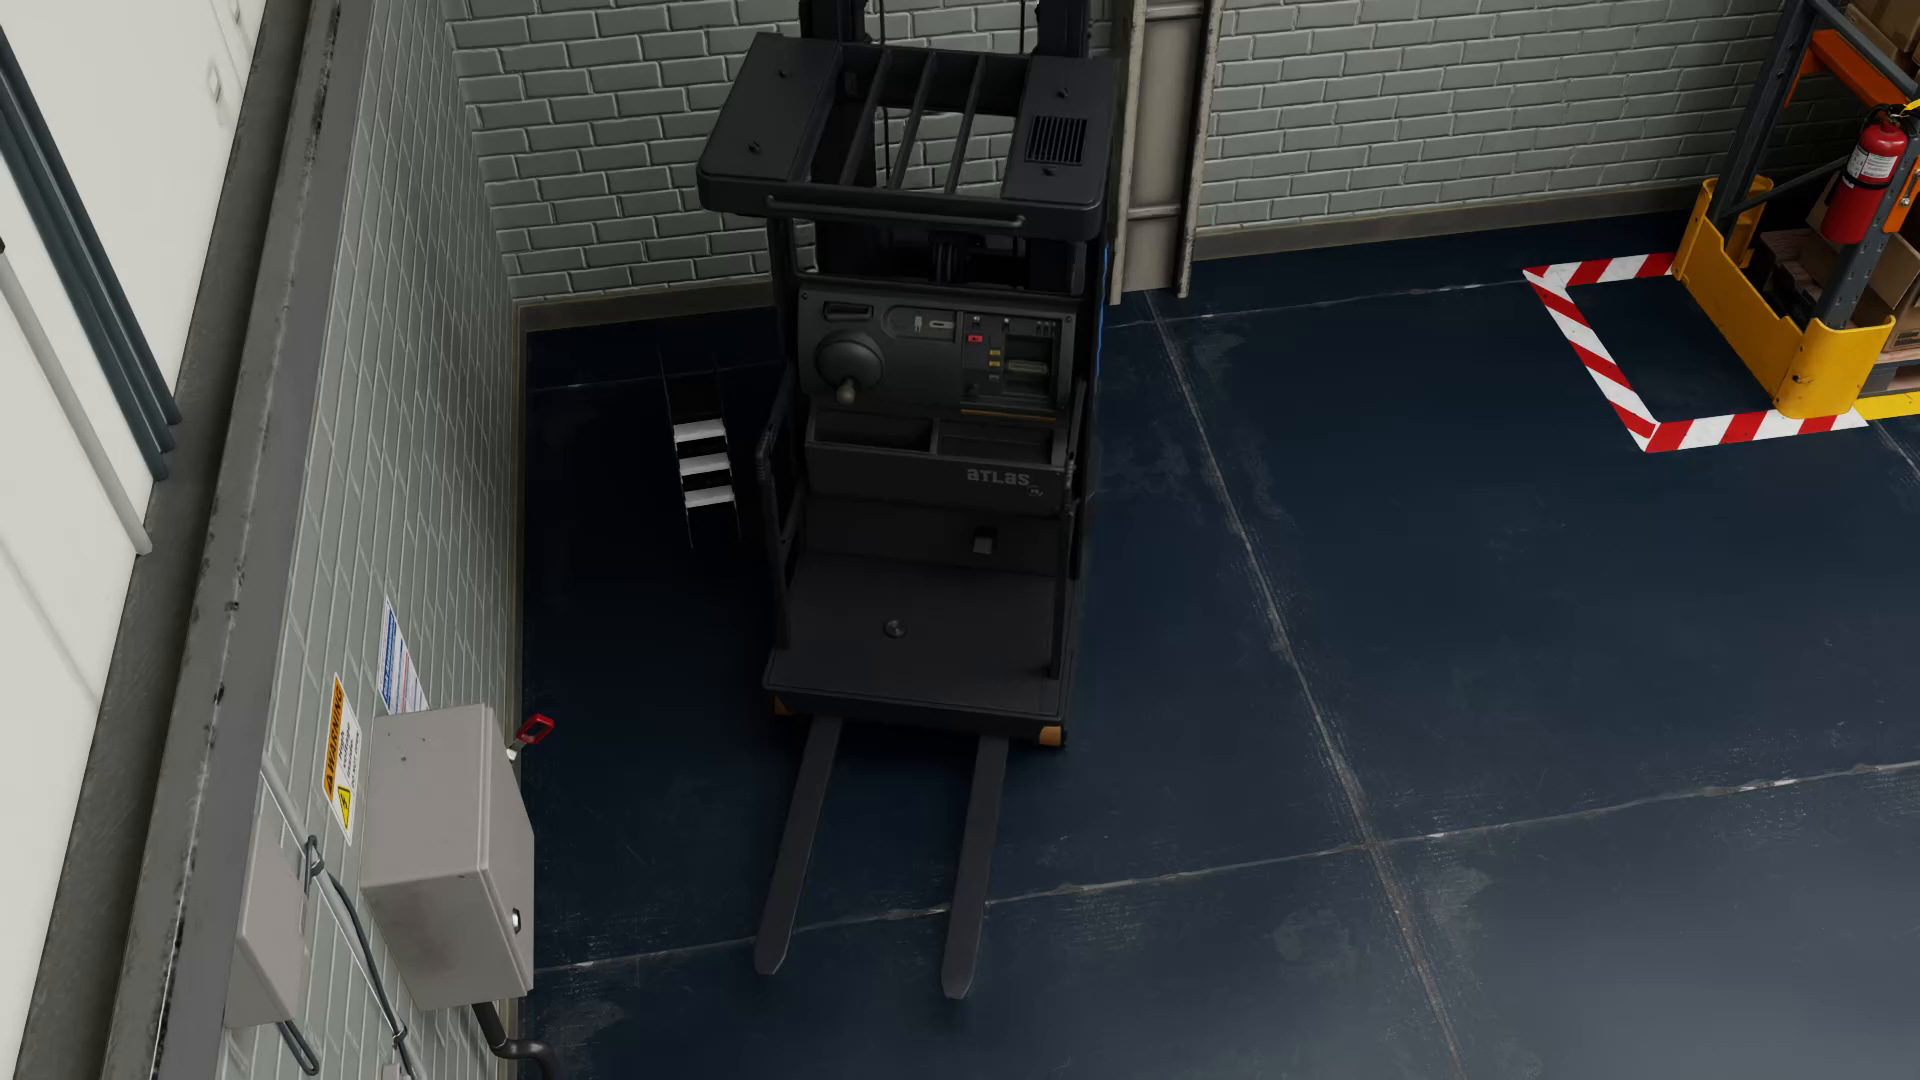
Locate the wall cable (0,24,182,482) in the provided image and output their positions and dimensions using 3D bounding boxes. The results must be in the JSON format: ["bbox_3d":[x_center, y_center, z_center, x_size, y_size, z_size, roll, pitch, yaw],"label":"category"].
[{"bbox_3d":[-1.571,-2.190,2.779,0.133,3.039,2.988,-7,46,-7],"label":"wall cable"}]

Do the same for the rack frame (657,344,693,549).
[{"bbox_3d":[-1.139,-0.361,6.666,0.006,0.900,0.240,-9,47,-9],"label":"rack frame"}]

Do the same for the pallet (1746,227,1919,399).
[{"bbox_3d":[4.559,-1.141,7.896,1.213,0.211,1.003,-7,46,-7],"label":"pallet"}]

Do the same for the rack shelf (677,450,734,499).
[{"bbox_3d":[-1.040,-0.292,6.771,0.200,0.077,0.258,-9,47,-9],"label":"rack shelf"}]

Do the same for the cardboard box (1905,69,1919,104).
[{"bbox_3d":[4.070,-1.759,6.729,0.250,0.149,0.380,-7,47,-7],"label":"cardboard box"}]

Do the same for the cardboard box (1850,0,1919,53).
[{"bbox_3d":[4.107,-2.296,6.970,0.500,0.250,0.500,-6,46,-6],"label":"cardboard box"}]

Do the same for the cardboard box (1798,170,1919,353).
[{"bbox_3d":[4.318,-1.288,7.543,0.637,0.503,0.797,-9,47,-8],"label":"cardboard box"}]

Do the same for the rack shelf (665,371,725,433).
[{"bbox_3d":[-1.040,-0.542,6.512,0.200,0.077,0.258,-9,47,-9],"label":"rack shelf"}]

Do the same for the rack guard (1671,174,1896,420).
[{"bbox_3d":[3.774,-1.143,7.697,0.348,0.500,1.175,-7,46,-7],"label":"rack guard"}]

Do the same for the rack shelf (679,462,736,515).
[{"bbox_3d":[-1.040,-0.230,6.836,0.200,0.077,0.258,-9,47,-9],"label":"rack shelf"}]

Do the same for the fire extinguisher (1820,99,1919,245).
[{"bbox_3d":[3.633,-1.498,6.616,0.183,0.674,0.296,-7,46,-7],"label":"fire extinguisher"}]

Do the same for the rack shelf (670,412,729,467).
[{"bbox_3d":[-1.040,-0.417,6.641,0.200,0.077,0.258,-9,47,-9],"label":"rack shelf"}]

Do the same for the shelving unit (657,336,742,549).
[{"bbox_3d":[-1.040,-0.378,6.682,0.210,0.900,0.258,-9,47,-9],"label":"shelving unit"}]

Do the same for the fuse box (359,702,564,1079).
[{"bbox_3d":[-1.218,1.169,4.629,0.414,1.711,0.539,-7,46,-7],"label":"fuse box"}]

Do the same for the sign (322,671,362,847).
[{"bbox_3d":[-1.412,0.500,3.805,0.001,0.242,0.339,-7,46,-7],"label":"sign"}]

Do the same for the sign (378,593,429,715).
[{"bbox_3d":[-1.506,0.430,4.512,0.001,0.494,0.329,-7,46,-7],"label":"sign"}]

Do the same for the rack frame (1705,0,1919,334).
[{"bbox_3d":[3.699,-2.000,6.788,0.127,3.000,1.000,-7,46,-7],"label":"rack frame"}]

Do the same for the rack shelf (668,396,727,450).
[{"bbox_3d":[-1.040,-0.479,6.576,0.200,0.077,0.258,-9,47,-9],"label":"rack shelf"}]

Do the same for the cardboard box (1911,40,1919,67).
[{"bbox_3d":[4.192,-1.916,6.604,0.500,0.250,0.500,-7,46,-7],"label":"cardboard box"}]

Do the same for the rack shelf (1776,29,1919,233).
[{"bbox_3d":[5.670,-1.996,7.283,4.000,0.370,1.077,-7,46,-7],"label":"rack shelf"}]

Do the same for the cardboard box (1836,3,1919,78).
[{"bbox_3d":[3.980,-2.144,7.101,0.250,0.149,0.380,-8,47,-7],"label":"cardboard box"}]

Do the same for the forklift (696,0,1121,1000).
[{"bbox_3d":[-0.111,-0.527,5.415,1.130,2.935,3.031,6,46,6],"label":"forklift"}]

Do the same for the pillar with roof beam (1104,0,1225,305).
[{"bbox_3d":[1.622,-1.336,1.981,0.400,9.000,9.100,-7,46,-7],"label":"pillar with roof beam"}]

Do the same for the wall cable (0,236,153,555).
[{"bbox_3d":[-1.134,-0.196,0.883,0.029,3.000,2.355,-7,46,-7],"label":"wall cable"}]

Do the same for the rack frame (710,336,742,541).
[{"bbox_3d":[-0.941,-0.394,6.698,0.006,0.900,0.240,-9,47,-9],"label":"rack frame"}]

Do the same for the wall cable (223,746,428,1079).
[{"bbox_3d":[-1.257,0.873,3.314,0.122,1.984,0.588,-7,46,-7],"label":"wall cable"}]

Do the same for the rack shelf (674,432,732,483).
[{"bbox_3d":[-1.040,-0.354,6.706,0.200,0.077,0.258,-9,47,-9],"label":"rack shelf"}]
